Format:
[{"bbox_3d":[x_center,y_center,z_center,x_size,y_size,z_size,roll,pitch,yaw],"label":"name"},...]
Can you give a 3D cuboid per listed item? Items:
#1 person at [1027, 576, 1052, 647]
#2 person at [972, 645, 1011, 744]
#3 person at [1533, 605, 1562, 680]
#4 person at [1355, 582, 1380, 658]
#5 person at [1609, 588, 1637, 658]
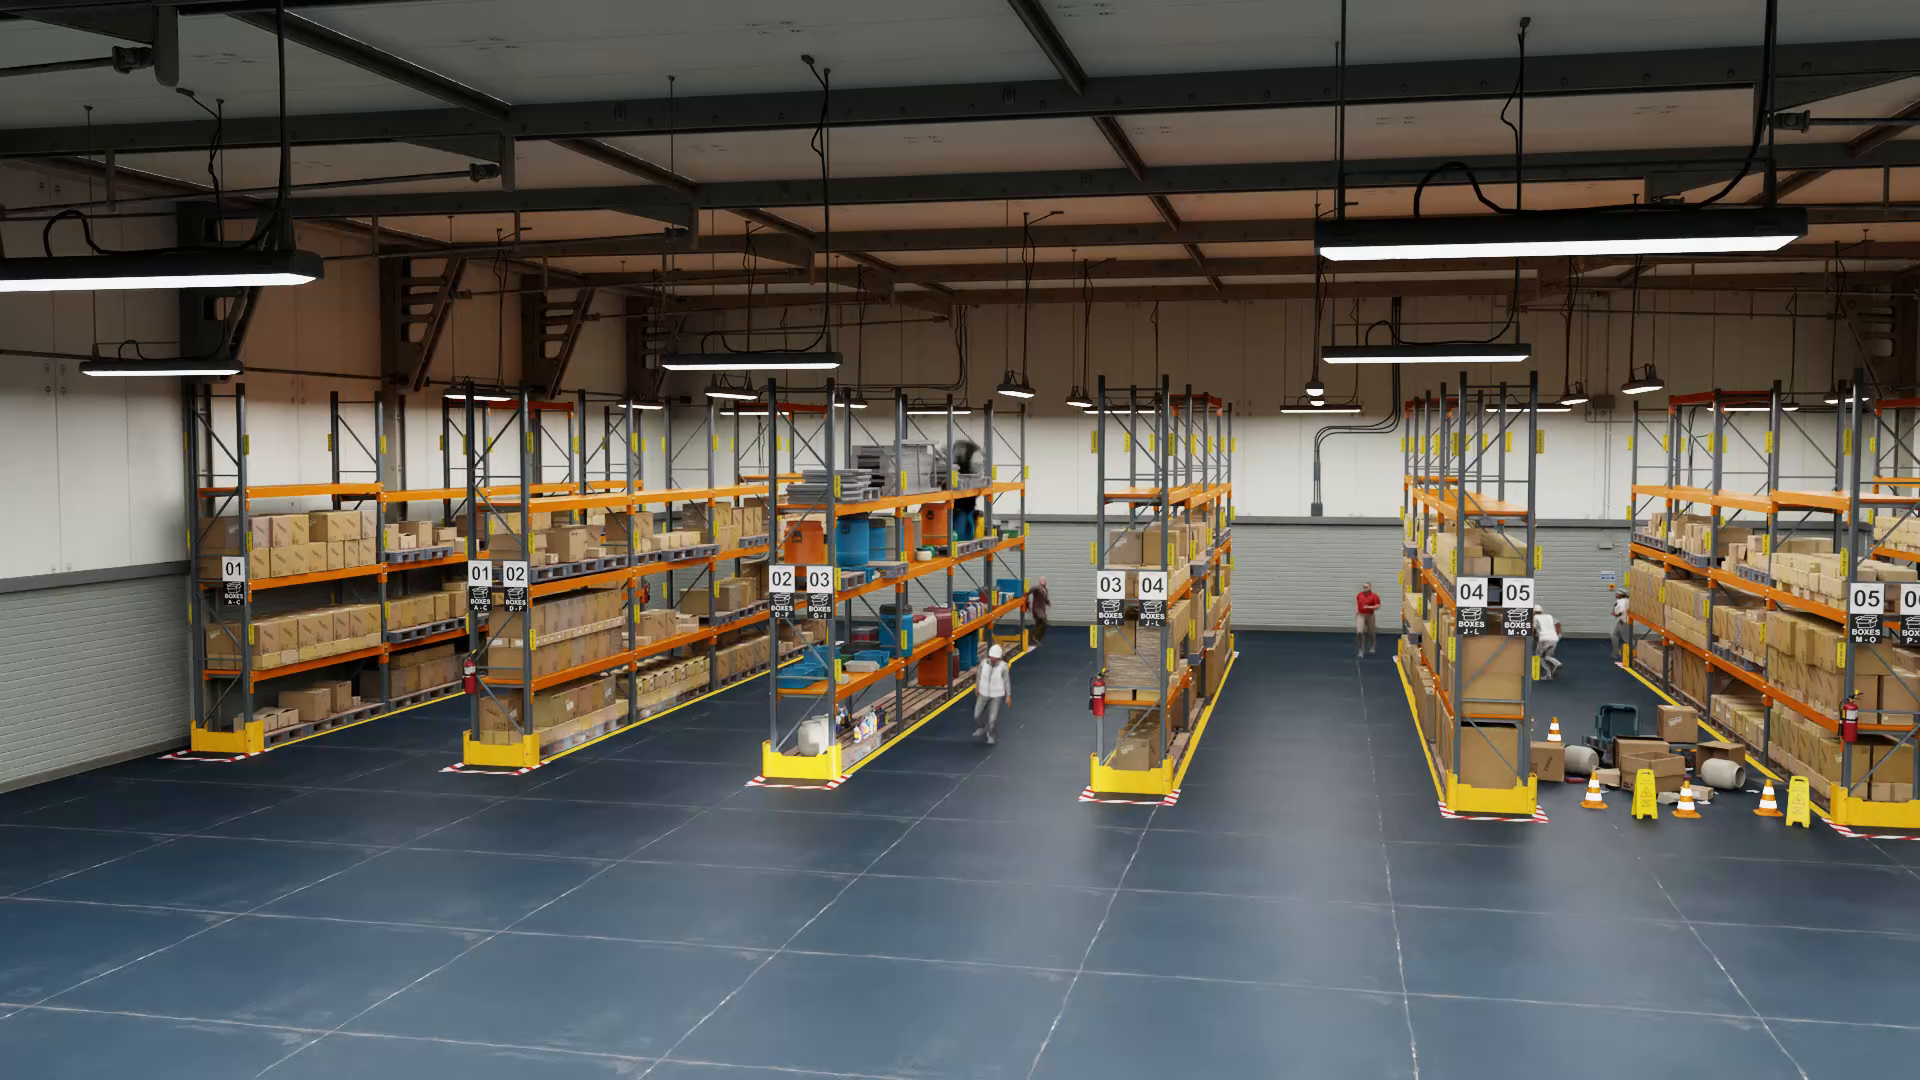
[{"bbox_3d":[1.915,1.821,41.259,0.730,1.774,0.803,2,4,31],"label":"person"},{"bbox_3d":[0.524,2.560,27.699,0.768,1.692,0.675,1,3,19],"label":"person"},{"bbox_3d":[12.546,2.194,35.491,0.703,1.582,0.969,-1,3,-18],"label":"person"},{"bbox_3d":[9.646,1.897,39.388,0.620,1.800,0.863,2,4,26],"label":"person"},{"bbox_3d":[15.499,1.968,38.749,0.680,1.732,0.607,1,4,22],"label":"person"}]
